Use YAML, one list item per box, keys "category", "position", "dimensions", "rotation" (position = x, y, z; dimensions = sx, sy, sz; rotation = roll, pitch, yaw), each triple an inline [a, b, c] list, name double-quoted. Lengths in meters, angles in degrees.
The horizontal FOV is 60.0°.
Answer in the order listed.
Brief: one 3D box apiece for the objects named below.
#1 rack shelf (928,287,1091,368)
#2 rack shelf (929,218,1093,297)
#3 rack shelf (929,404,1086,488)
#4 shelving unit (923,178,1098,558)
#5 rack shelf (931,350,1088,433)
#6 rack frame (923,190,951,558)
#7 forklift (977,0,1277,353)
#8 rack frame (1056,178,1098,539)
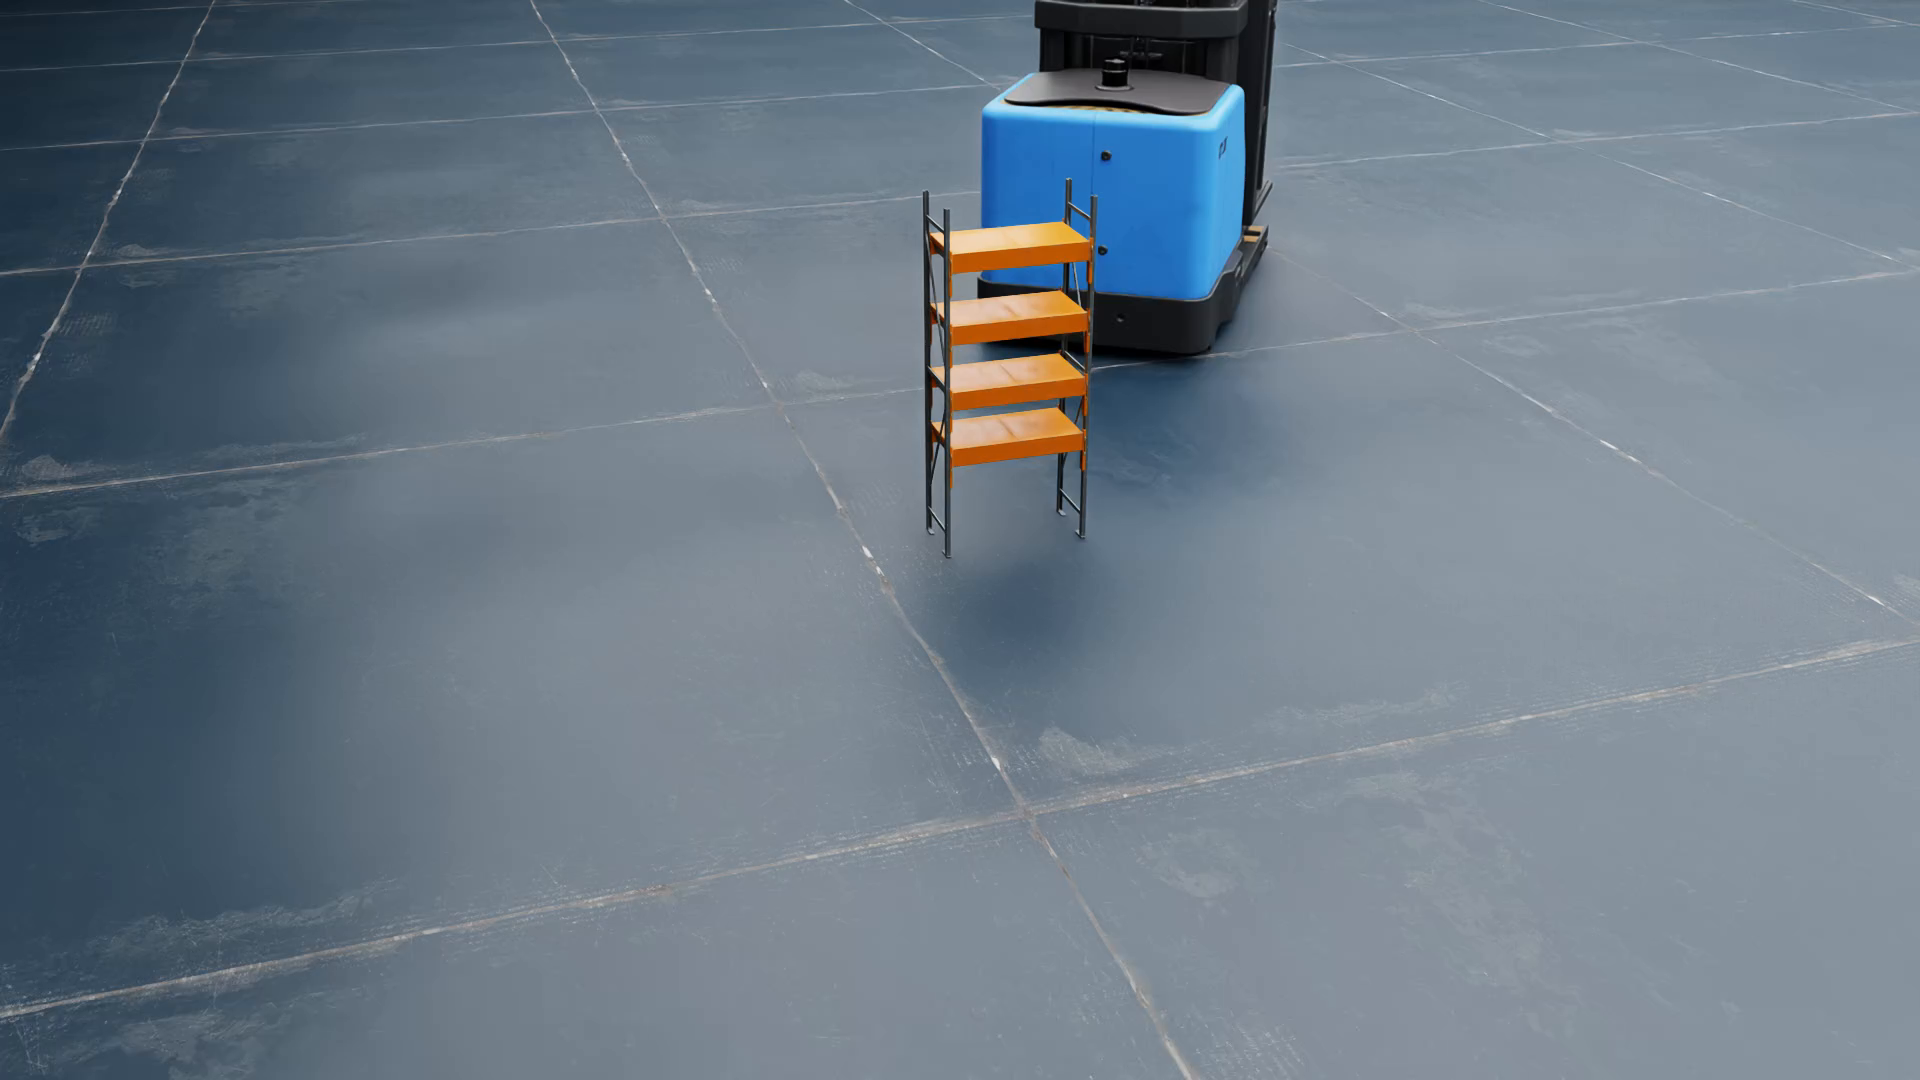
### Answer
- category: "rack shelf"
  position: [0.157, -0.700, 5.460]
  dimensions: [0.480, 0.148, 0.258]
  rotation: [-8, 28, -16]
- category: "rack shelf"
  position: [0.157, -0.912, 5.354]
  dimensions: [0.480, 0.148, 0.258]
  rotation: [-8, 28, -16]
- category: "rack shelf"
  position: [0.157, -0.322, 5.647]
  dimensions: [0.480, 0.148, 0.258]
  rotation: [-8, 28, -16]
- category: "shelving unit"
  position: [0.157, -0.560, 5.529]
  dimensions: [0.503, 1.200, 0.258]
  rotation: [-8, 28, -16]
- category: "rack shelf"
  position: [0.157, -0.500, 5.559]
  dimensions: [0.480, 0.148, 0.258]
  rotation: [-8, 28, -16]
- category: "rack frame"
  position: [-0.075, -0.527, 5.461]
  dimensions: [0.015, 1.200, 0.240]
  rotation: [-8, 28, -16]
- category: "forklift"
  position: [0.992, -2.758, 8.008]
  dimensions: [1.130, 2.935, 3.031]
  rotation: [8, 27, 15]
- category: "rack frame"
  position: [0.389, -0.594, 5.597]
  dimensions: [0.015, 1.200, 0.240]
  rotation: [-8, 28, -16]
